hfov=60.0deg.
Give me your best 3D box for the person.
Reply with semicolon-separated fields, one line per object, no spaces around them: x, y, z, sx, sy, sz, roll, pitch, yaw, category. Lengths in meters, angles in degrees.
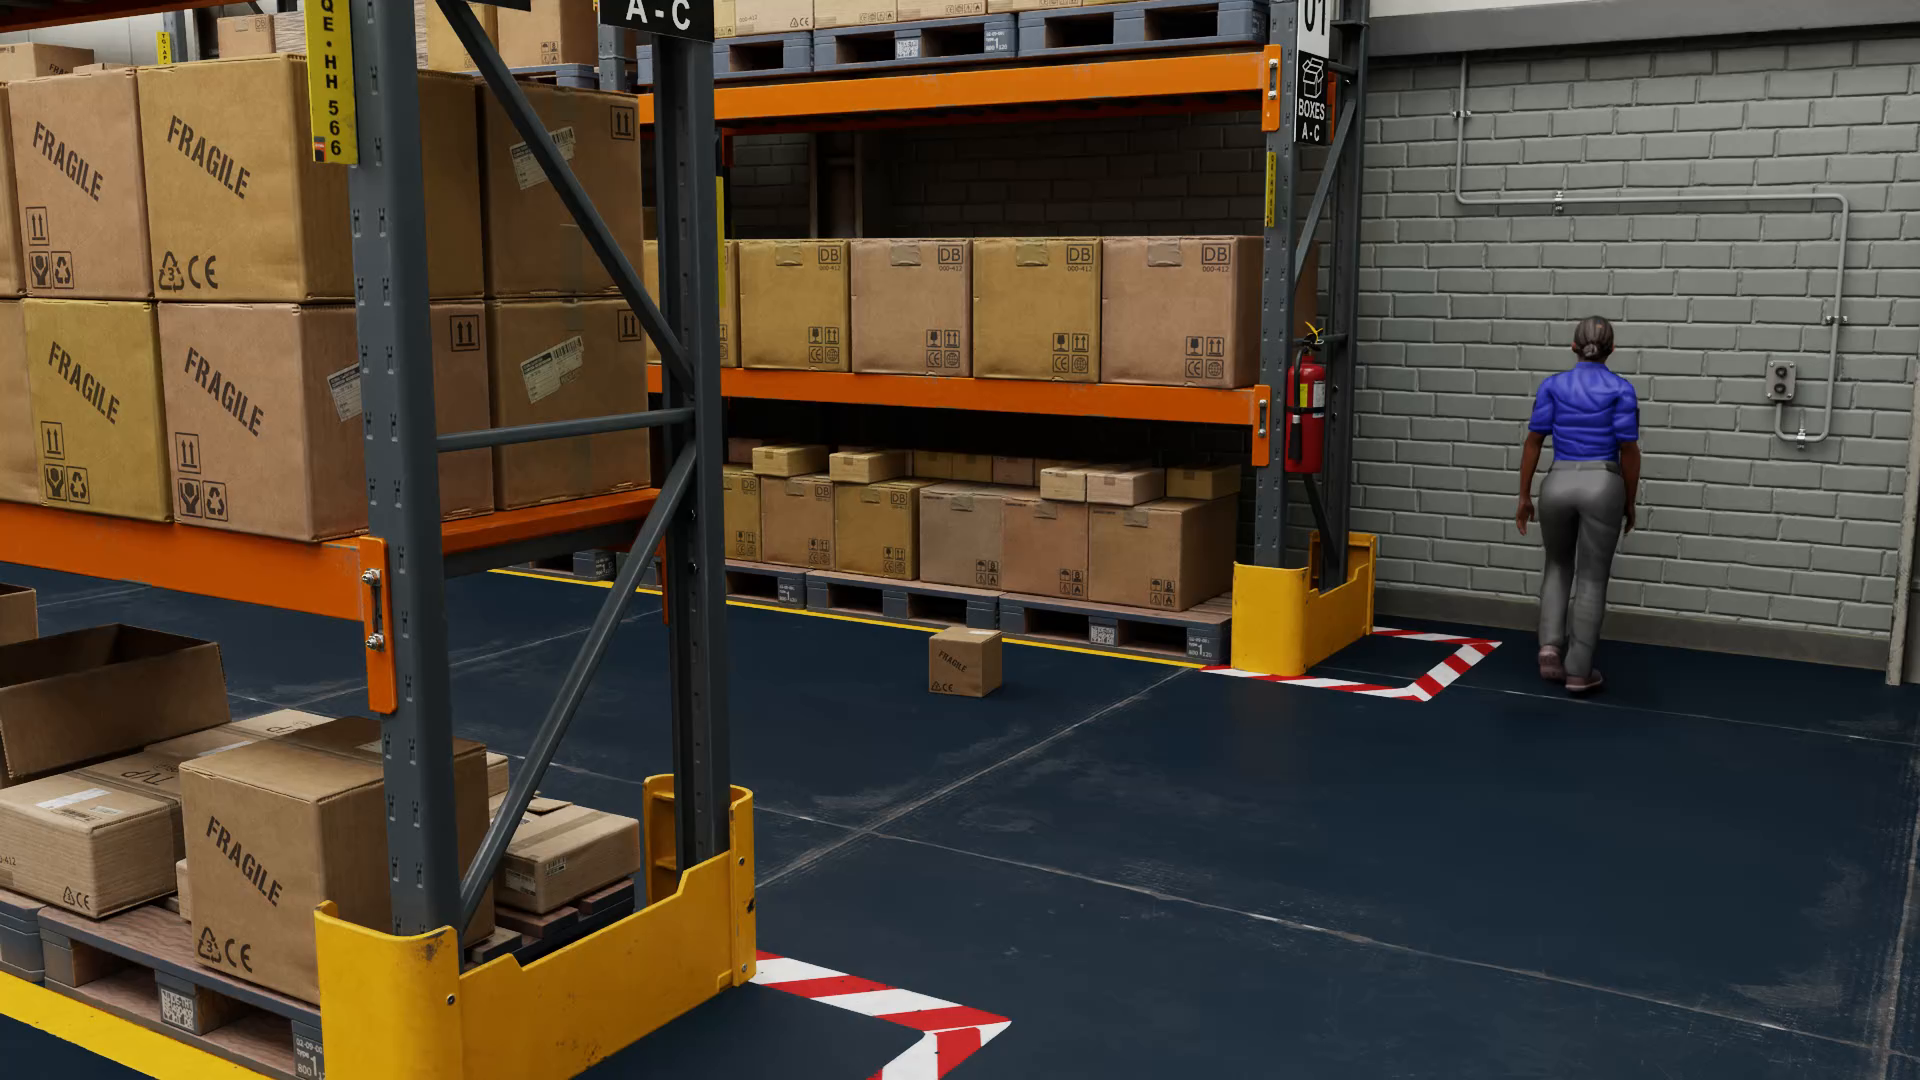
2.734;-0.153;7.378;0.487;1.671;0.490;7;12;35;person
